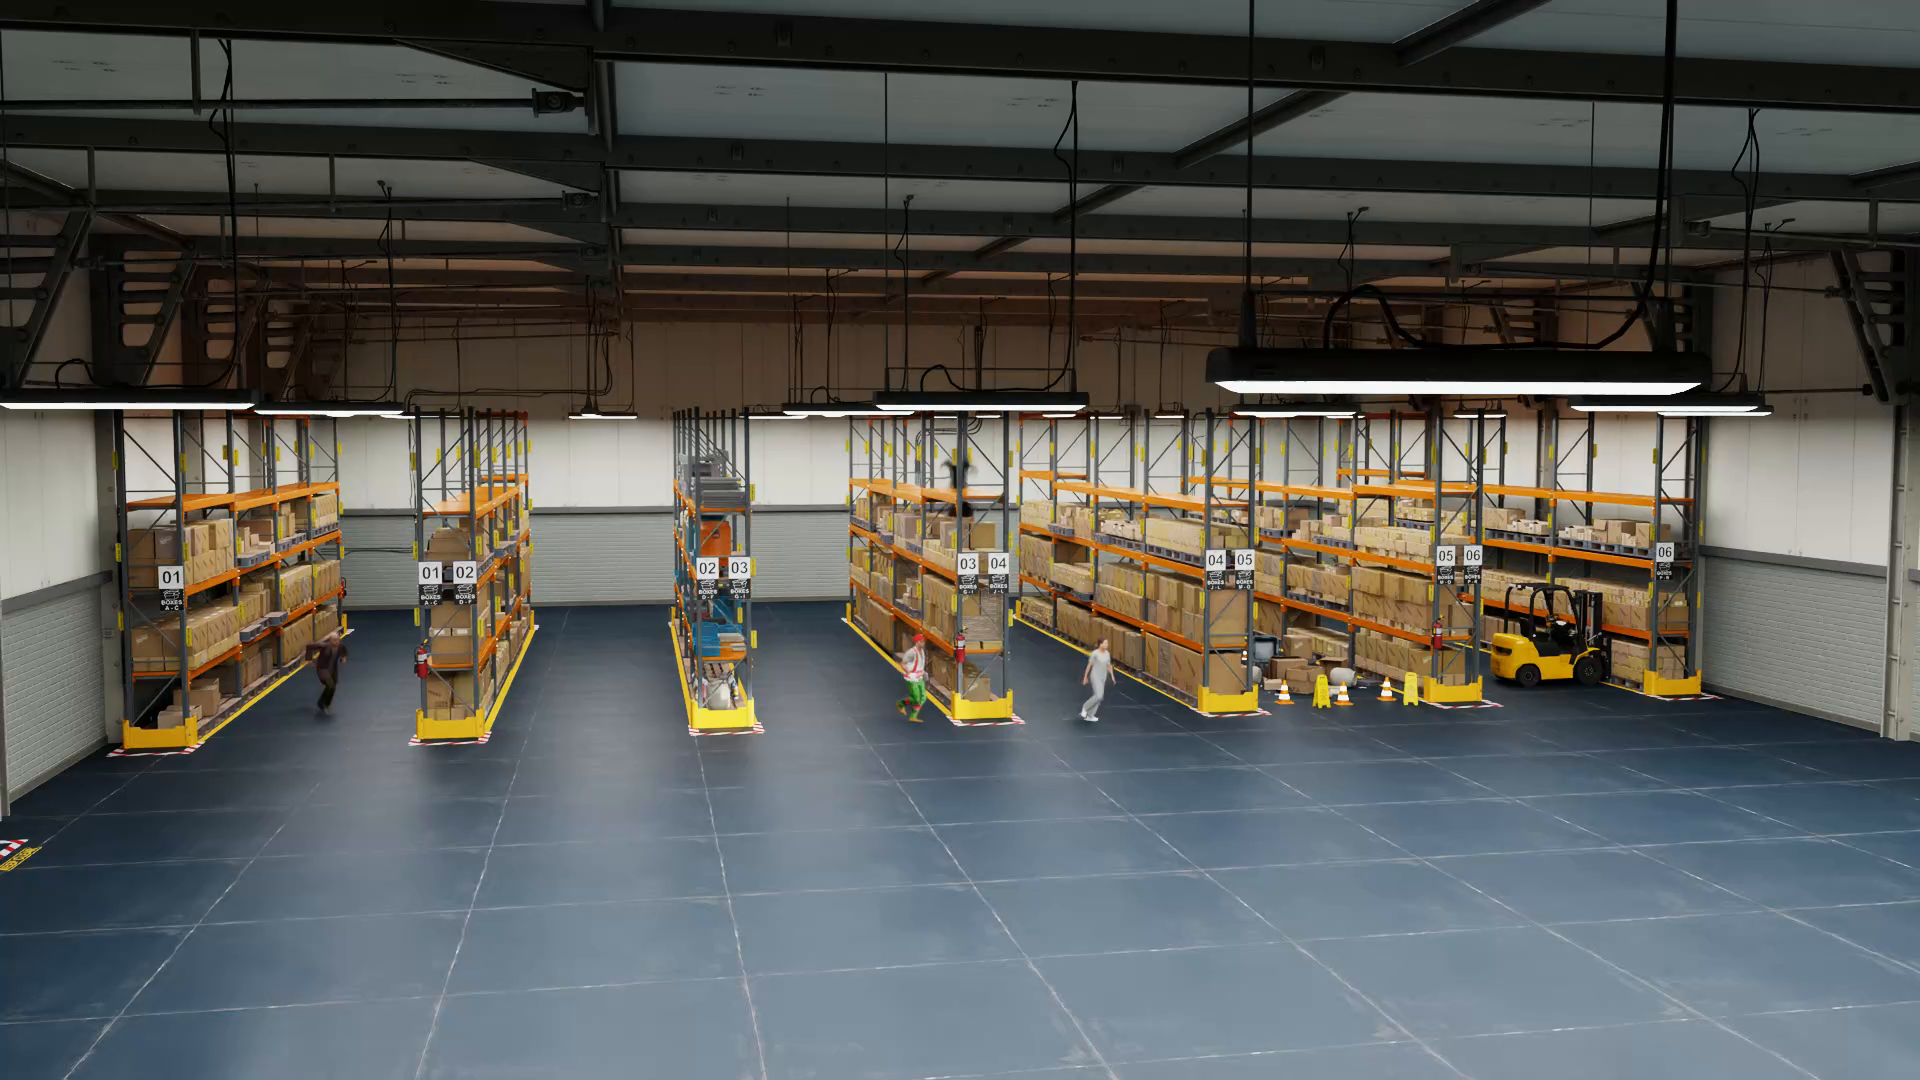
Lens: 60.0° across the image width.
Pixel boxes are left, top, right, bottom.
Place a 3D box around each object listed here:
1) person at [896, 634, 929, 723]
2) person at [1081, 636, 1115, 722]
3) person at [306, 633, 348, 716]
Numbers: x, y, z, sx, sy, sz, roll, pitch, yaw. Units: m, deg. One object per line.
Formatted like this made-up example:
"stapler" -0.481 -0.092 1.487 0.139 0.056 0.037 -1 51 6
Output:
"person" -0.927 2.631 31.732 0.667 1.697 0.643 3 5 33
"person" 2.620 2.649 31.723 0.568 1.640 0.535 -4 5 -42
"person" -12.333 2.611 32.380 1.035 1.668 0.753 4 6 44
